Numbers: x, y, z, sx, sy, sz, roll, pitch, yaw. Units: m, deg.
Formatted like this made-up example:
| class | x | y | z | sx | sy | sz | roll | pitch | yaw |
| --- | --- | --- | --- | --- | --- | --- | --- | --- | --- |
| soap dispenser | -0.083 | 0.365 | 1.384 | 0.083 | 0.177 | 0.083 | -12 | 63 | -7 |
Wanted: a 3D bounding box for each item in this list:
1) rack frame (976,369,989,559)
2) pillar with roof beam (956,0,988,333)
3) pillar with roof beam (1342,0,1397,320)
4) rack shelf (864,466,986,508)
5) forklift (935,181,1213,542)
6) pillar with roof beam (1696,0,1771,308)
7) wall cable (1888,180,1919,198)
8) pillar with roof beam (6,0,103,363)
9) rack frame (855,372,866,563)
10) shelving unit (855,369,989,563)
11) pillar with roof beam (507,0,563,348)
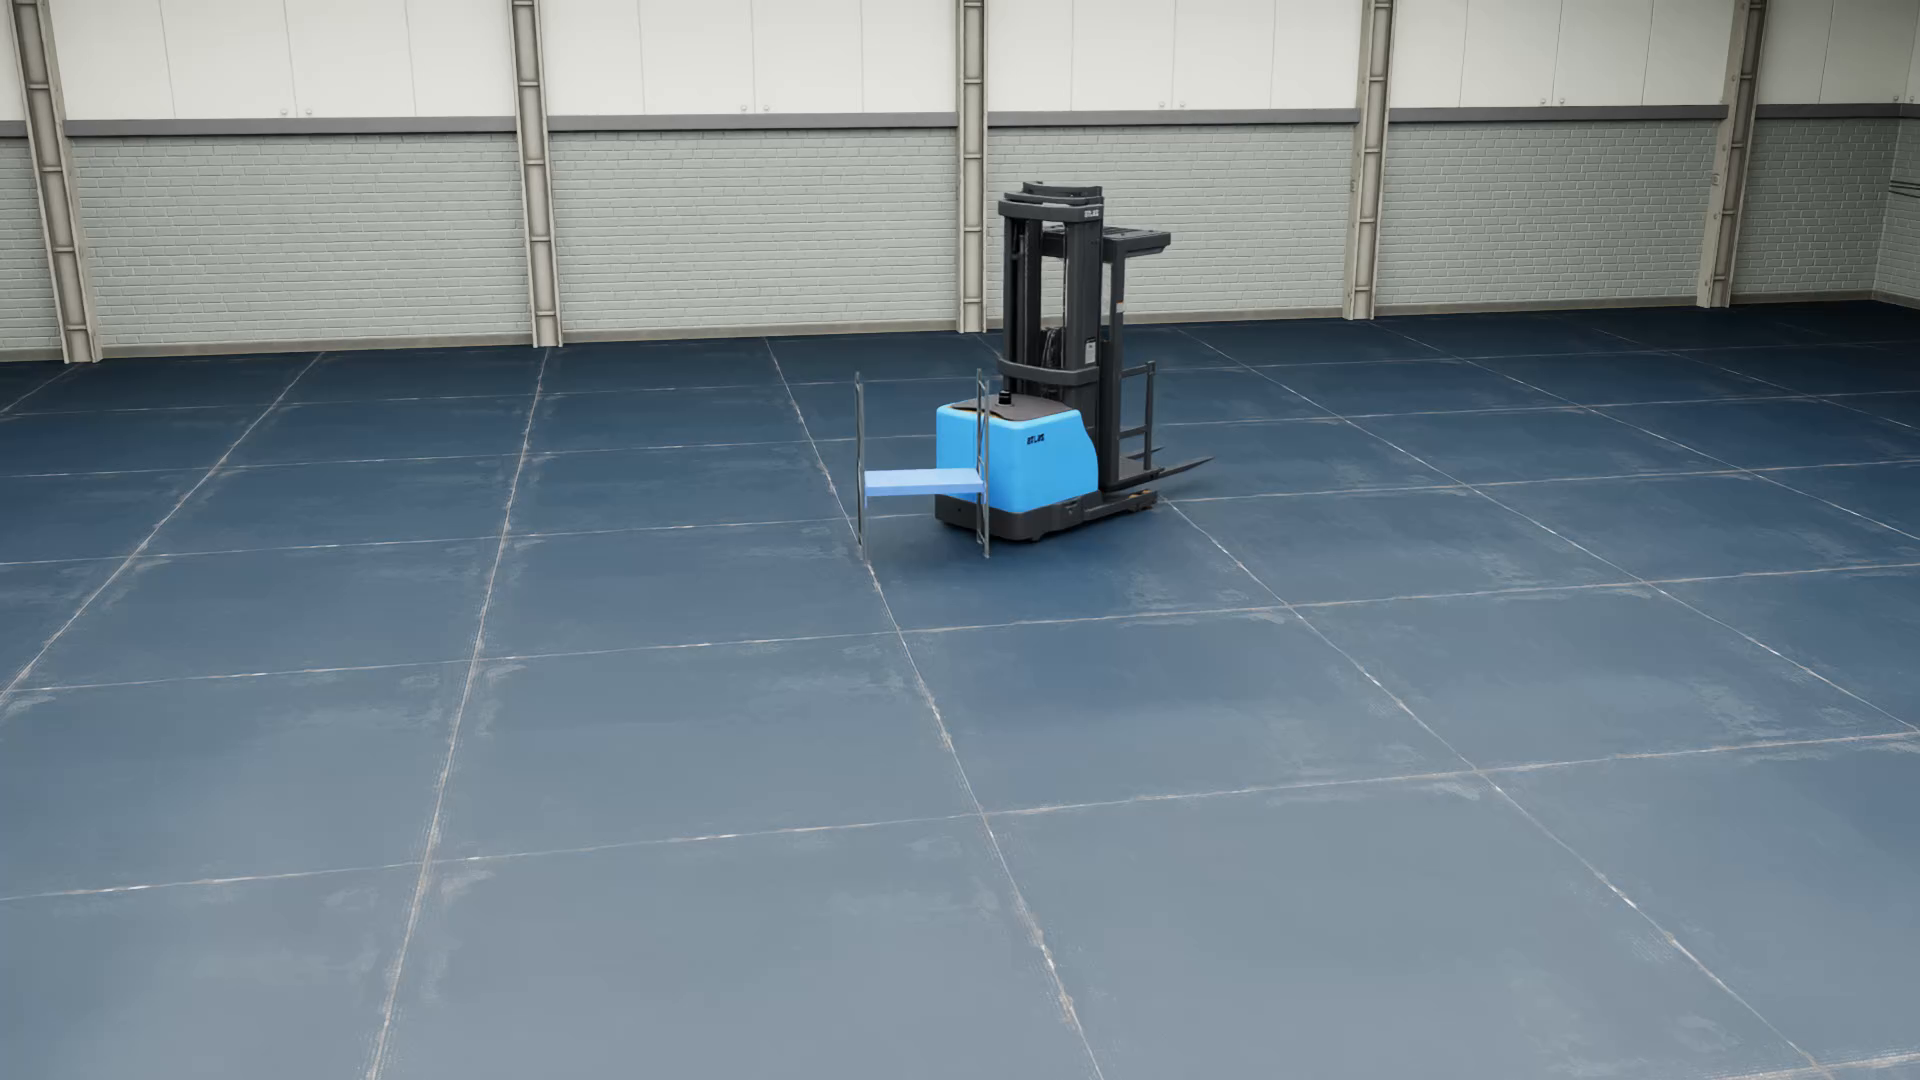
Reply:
| class | x | y | z | sx | sy | sz | roll | pitch | yaw |
| --- | --- | --- | --- | --- | --- | --- | --- | --- | --- |
| rack frame | 0.190 | -0.636 | 13.829 | 0.032 | 1.500 | 0.500 | -2 | 17 | -7 |
| pillar with roof beam | 0.979 | -6.108 | 18.871 | 0.400 | 9.000 | 9.100 | -3 | 17 | -10 |
| pillar with roof beam | 6.870 | -6.442 | 19.959 | 0.400 | 9.000 | 9.100 | -3 | 17 | -10 |
| rack shelf | -0.314 | -0.445 | 13.819 | 1.000 | 0.185 | 0.538 | -2 | 17 | -7 |
| forklift | 1.169 | -1.742 | 14.991 | 1.130 | 2.935 | 3.031 | 16 | 23 | 42 |
| pillar with roof beam | 12.761 | -6.776 | 21.047 | 0.400 | 9.000 | 9.100 | -3 | 17 | -10 |
| wall cable | 15.088 | -6.316 | 24.837 | 0.112 | 2.526 | 3.097 | -3 | 17 | -10 |
| pillar with roof beam | -10.803 | -5.440 | 16.695 | 0.400 | 9.000 | 9.100 | -3 | 17 | -10 |
| rack frame | -0.818 | -0.598 | 13.703 | 0.032 | 1.500 | 0.500 | -2 | 17 | -7 |
| shelving unit | -0.314 | -0.617 | 13.766 | 1.048 | 1.500 | 0.538 | -2 | 17 | -7 |
| pillar with roof beam | -4.912 | -5.774 | 17.783 | 0.400 | 9.000 | 9.100 | -3 | 17 | -10 |
